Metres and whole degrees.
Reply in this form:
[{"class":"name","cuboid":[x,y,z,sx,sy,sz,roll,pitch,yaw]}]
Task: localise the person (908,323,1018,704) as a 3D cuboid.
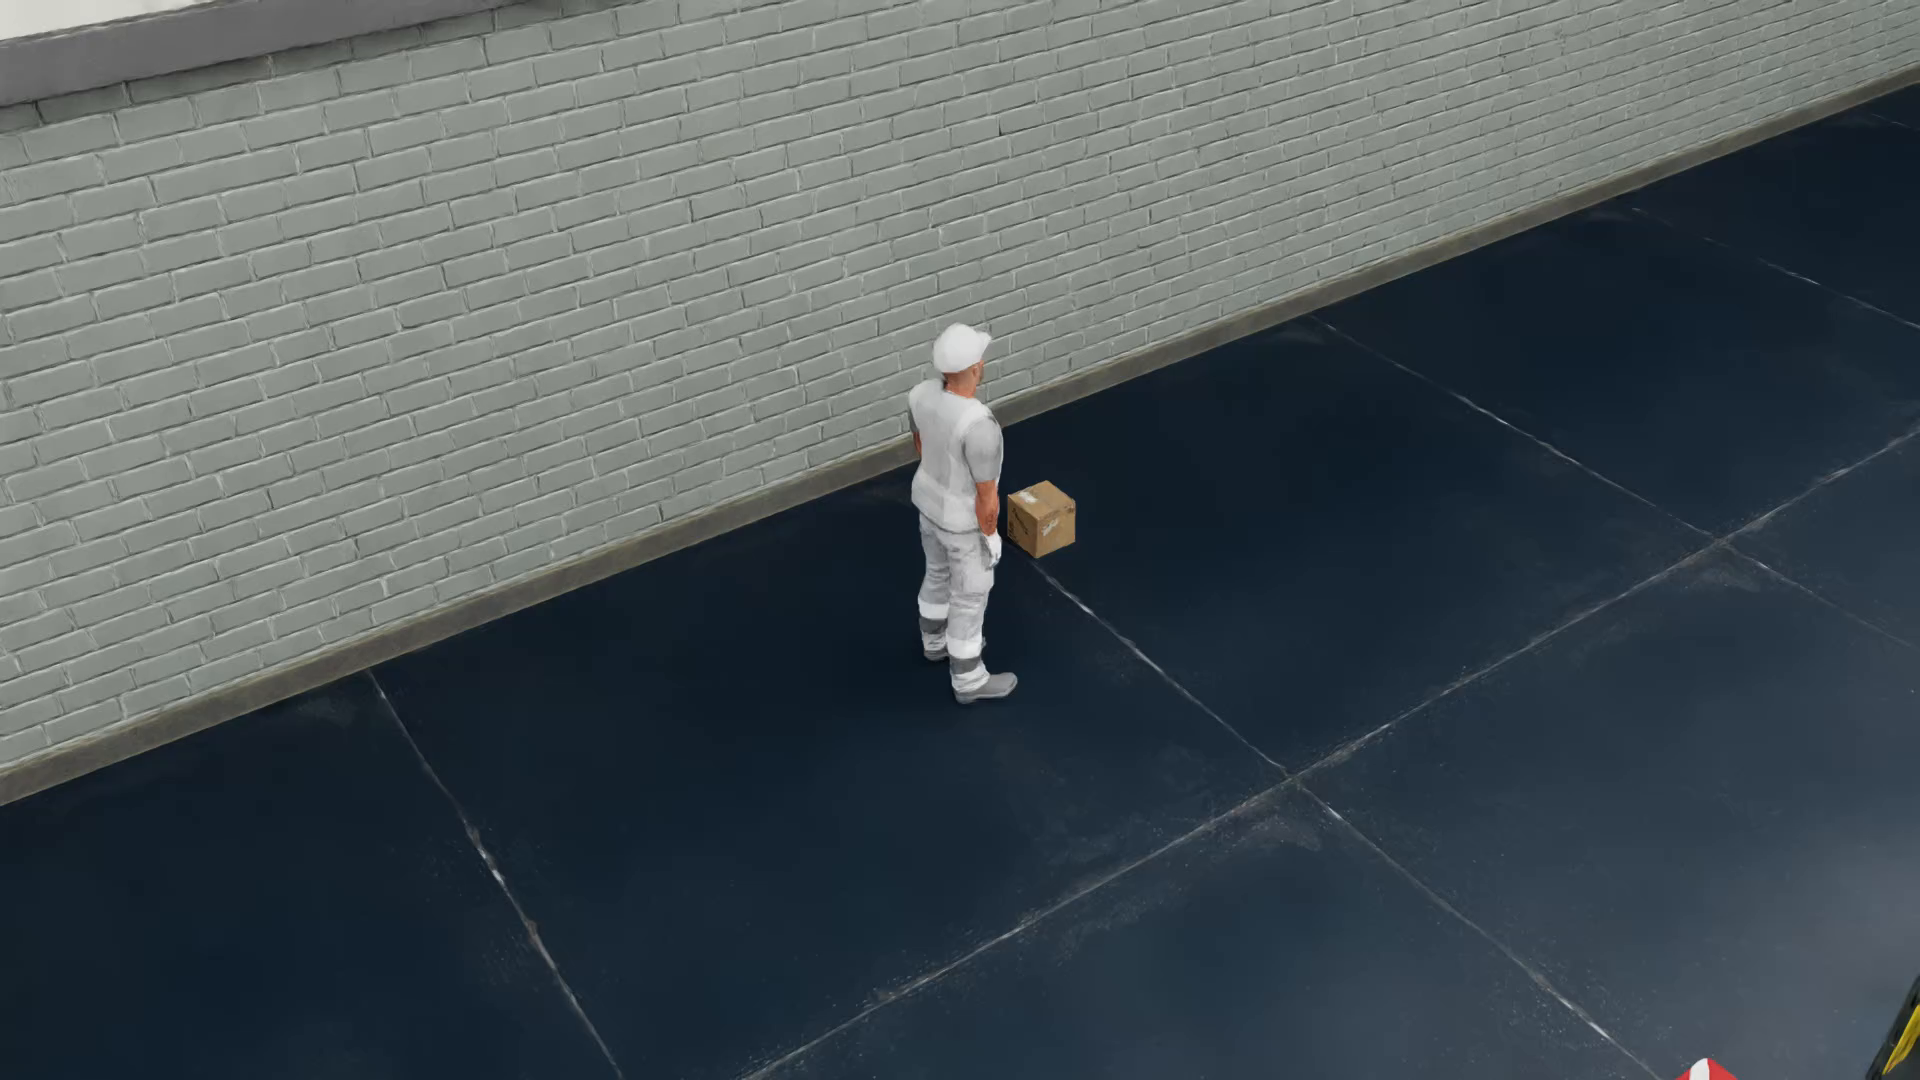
[{"class":"person","cuboid":[0.009,-0.130,7.121,0.383,1.796,0.577,-23,42,-29]}]
